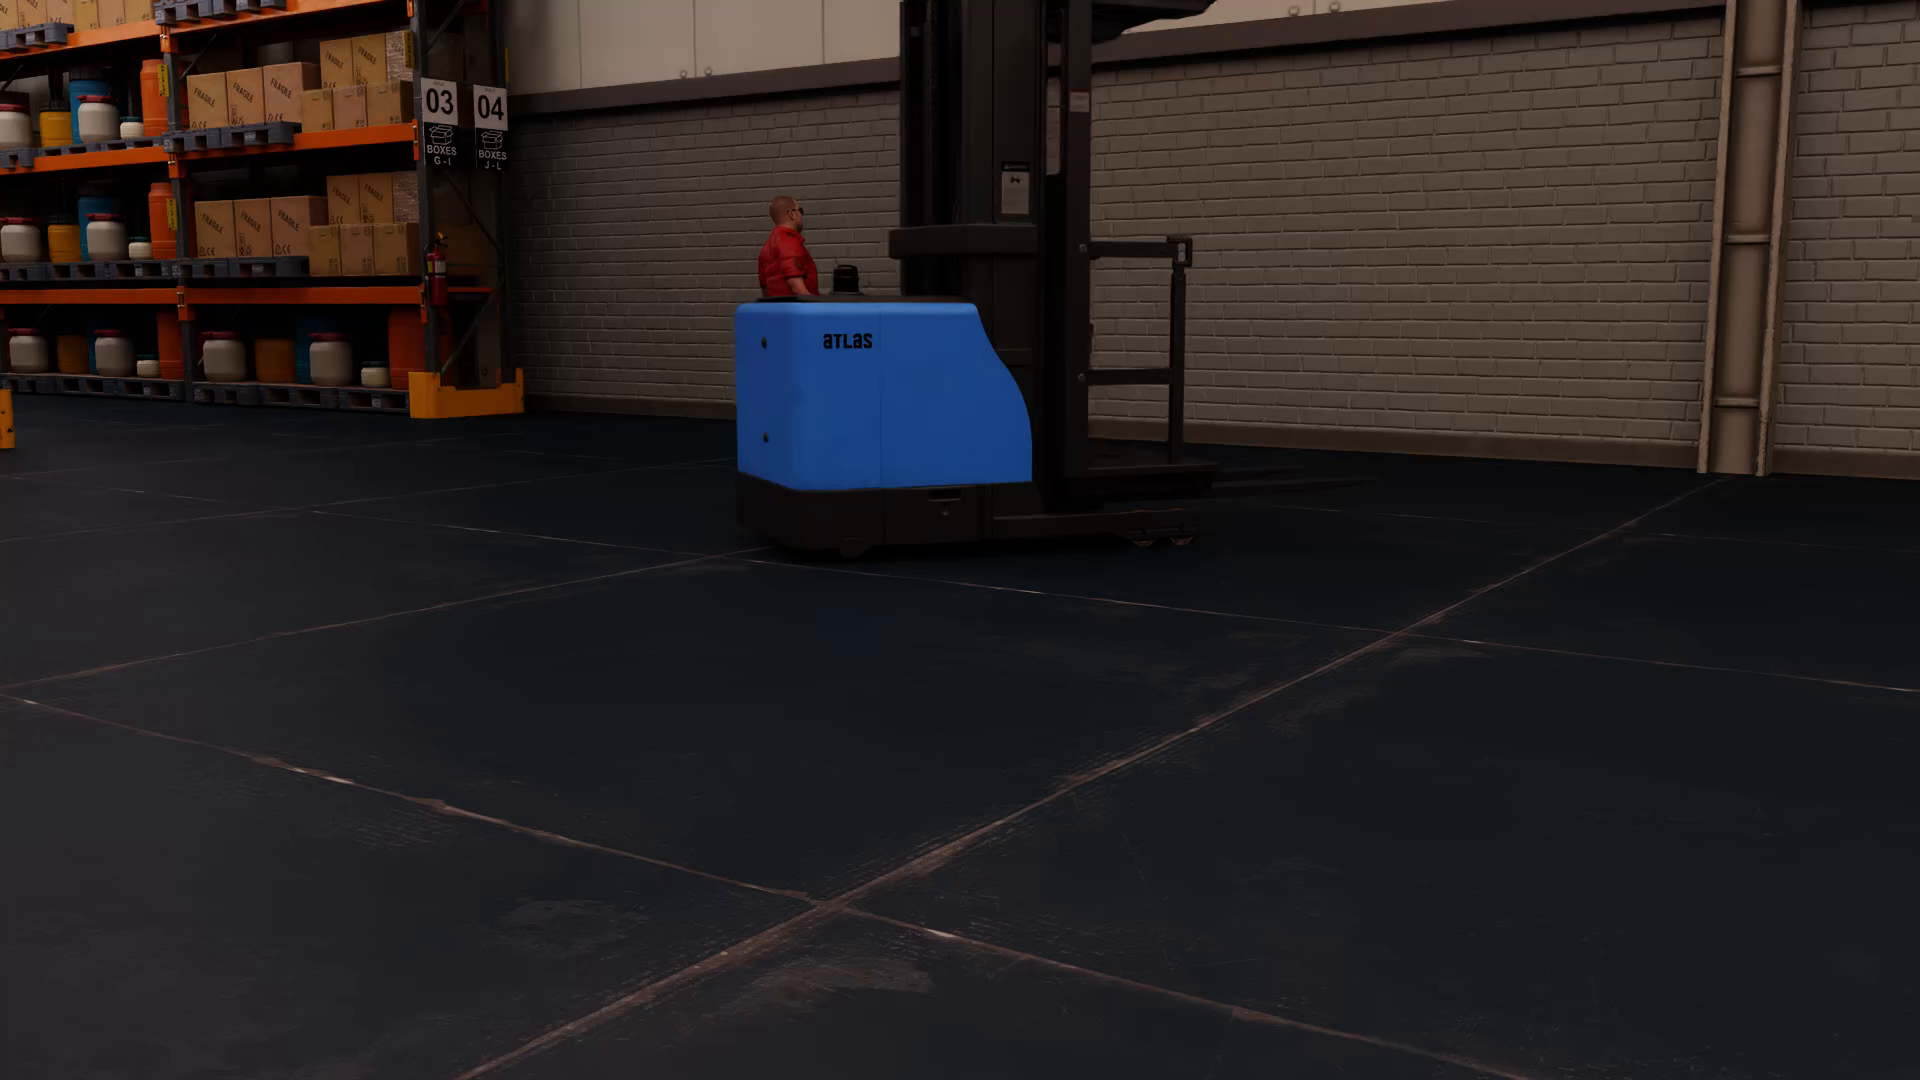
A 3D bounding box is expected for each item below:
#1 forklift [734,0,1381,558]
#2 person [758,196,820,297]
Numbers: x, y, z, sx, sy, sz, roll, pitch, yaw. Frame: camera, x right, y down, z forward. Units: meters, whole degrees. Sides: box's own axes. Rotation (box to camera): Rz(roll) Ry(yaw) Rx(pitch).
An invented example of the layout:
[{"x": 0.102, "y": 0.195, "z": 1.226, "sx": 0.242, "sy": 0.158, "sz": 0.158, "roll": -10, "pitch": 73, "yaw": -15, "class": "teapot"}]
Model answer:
[{"x": 0.529, "y": -1.487, "z": 7.651, "sx": 3.031, "sy": 2.935, "sz": 1.130, "roll": -3, "pitch": 9, "yaw": -23, "class": "forklift"}, {"x": -0.944, "y": -1.291, "z": 10.493, "sx": 0.552, "sy": 1.727, "sz": 0.638, "roll": -4, "pitch": 9, "yaw": -28, "class": "person"}]
